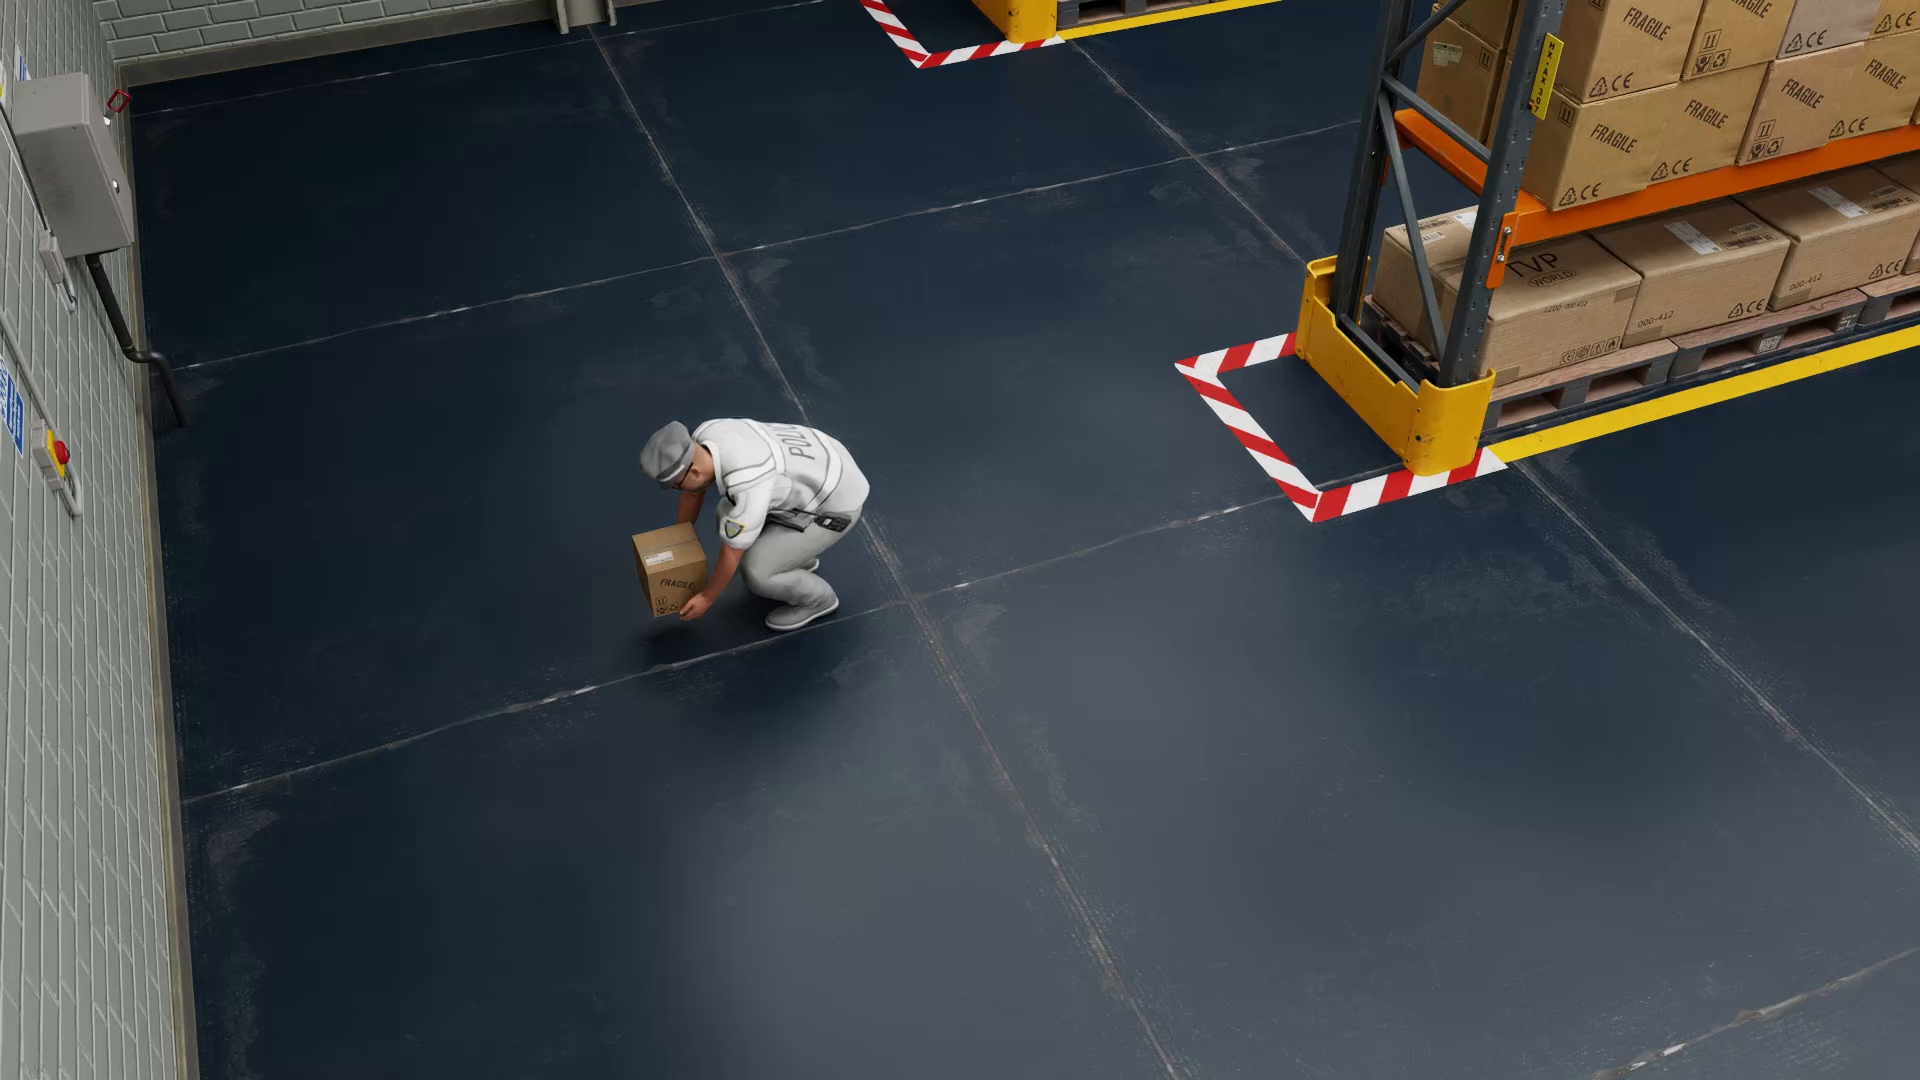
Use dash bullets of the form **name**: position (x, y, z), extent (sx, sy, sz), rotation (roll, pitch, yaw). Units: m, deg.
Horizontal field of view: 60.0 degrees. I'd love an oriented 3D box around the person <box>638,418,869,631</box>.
- **person**: position (-0.820, -0.105, 6.798), extent (0.918, 1.062, 0.556), rotation (-15, 44, -17)
